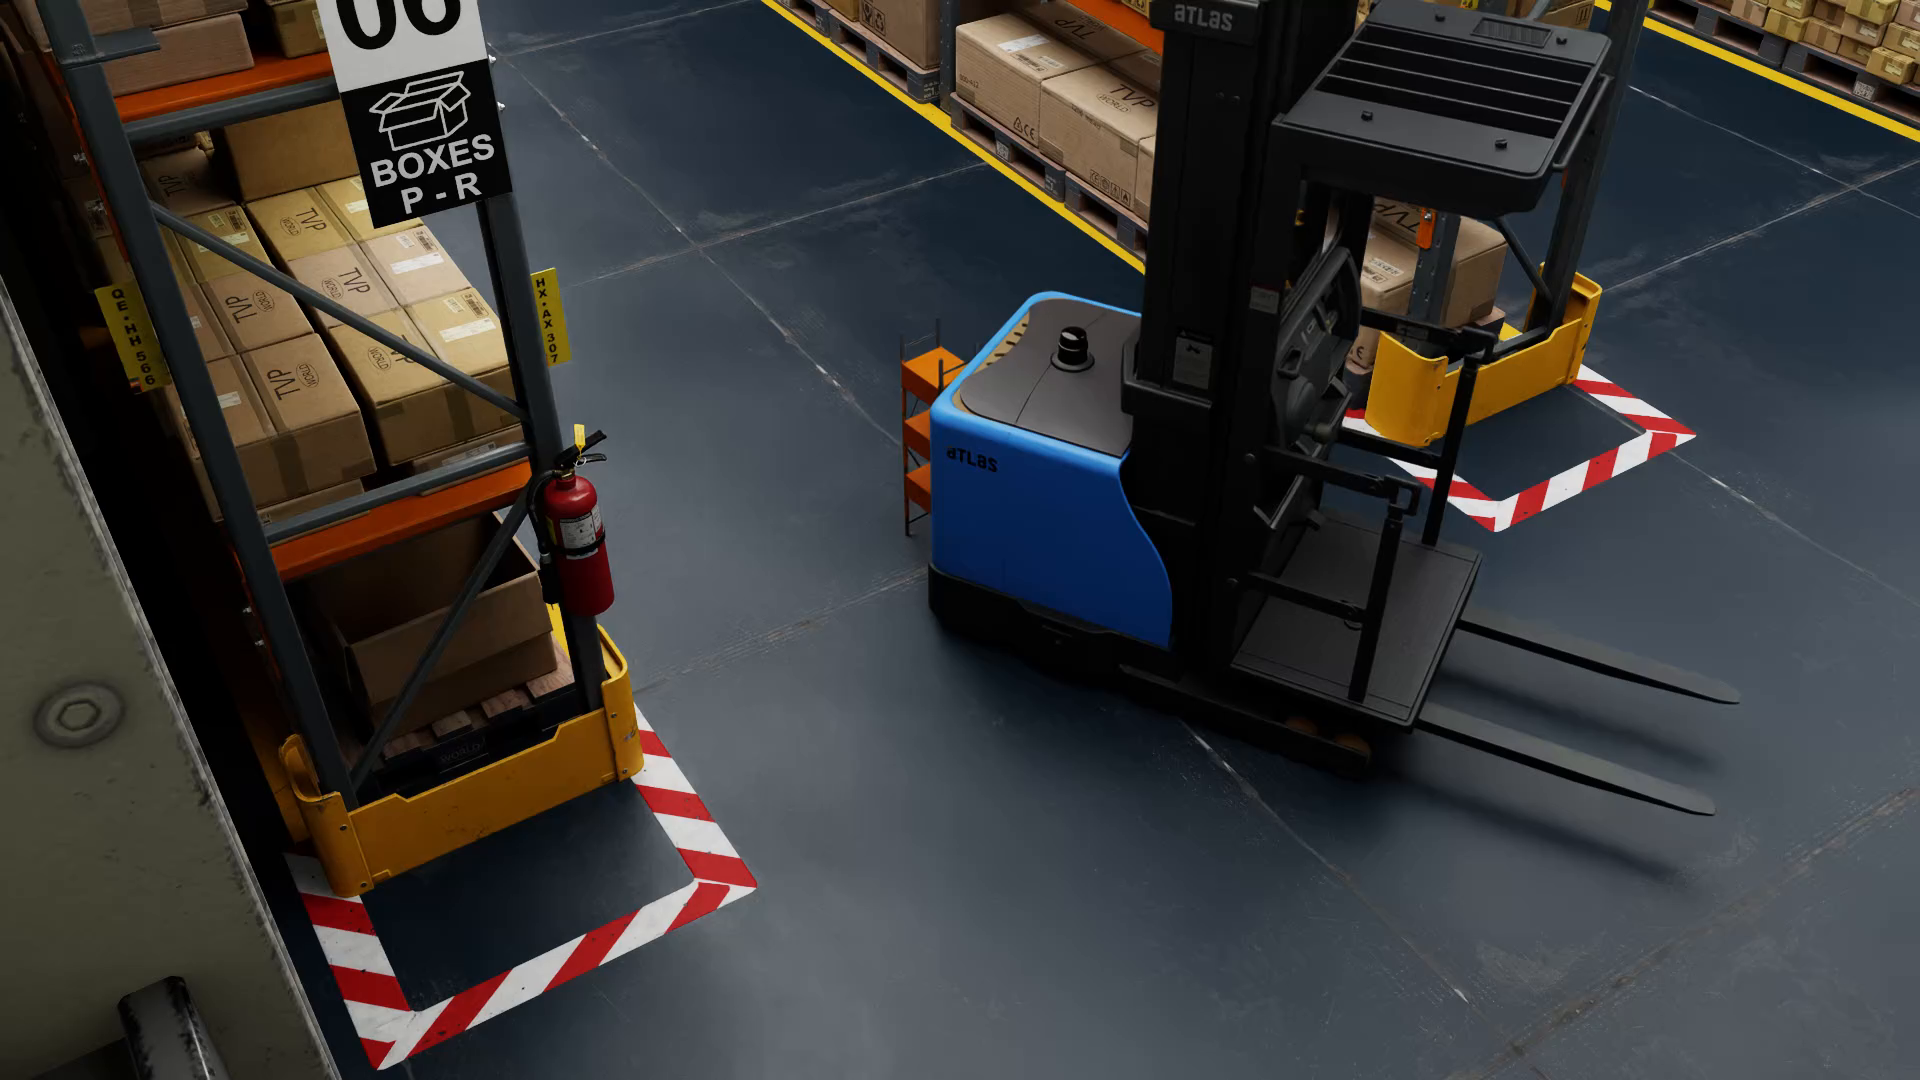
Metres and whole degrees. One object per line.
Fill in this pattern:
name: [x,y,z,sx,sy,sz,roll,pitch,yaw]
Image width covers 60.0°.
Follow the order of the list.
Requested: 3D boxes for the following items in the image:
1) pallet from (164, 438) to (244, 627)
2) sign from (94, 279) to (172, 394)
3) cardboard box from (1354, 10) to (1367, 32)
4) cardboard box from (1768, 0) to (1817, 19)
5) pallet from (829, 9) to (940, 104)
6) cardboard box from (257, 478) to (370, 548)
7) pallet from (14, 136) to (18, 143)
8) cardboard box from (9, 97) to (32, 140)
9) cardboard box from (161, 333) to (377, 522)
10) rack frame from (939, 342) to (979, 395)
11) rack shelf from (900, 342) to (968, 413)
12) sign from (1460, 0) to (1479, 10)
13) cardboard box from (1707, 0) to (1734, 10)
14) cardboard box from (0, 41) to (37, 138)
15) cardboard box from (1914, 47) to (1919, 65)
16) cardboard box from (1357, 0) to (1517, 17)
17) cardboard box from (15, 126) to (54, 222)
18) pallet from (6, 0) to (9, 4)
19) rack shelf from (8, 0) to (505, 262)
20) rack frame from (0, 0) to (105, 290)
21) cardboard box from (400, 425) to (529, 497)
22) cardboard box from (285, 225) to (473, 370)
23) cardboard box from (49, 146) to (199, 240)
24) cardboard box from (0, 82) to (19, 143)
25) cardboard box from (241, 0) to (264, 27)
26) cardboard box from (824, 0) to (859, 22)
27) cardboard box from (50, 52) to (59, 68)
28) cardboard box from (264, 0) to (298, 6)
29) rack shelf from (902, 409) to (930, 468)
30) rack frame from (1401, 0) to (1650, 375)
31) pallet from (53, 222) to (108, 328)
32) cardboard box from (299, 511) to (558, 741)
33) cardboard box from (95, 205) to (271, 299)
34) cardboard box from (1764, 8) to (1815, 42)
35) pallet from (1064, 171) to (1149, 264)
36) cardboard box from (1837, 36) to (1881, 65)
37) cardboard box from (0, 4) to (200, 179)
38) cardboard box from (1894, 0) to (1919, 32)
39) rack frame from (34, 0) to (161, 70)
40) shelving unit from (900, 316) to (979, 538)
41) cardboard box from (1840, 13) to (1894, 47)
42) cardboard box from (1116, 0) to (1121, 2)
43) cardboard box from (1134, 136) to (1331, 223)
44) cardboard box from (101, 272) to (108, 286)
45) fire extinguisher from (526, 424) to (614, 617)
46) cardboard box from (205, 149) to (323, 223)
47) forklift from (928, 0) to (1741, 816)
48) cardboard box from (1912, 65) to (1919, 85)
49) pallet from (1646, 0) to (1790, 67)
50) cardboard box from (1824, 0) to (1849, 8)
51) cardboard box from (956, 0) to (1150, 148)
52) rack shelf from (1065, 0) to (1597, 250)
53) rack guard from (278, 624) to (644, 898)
pallet: [-2.827,-0.206,7.333,1.003,0.211,1.213,-22,45,-24]
sign: [-2.184,-0.535,4.397,0.100,0.325,0.005,-22,45,-24]
cardboard box: [1.996,-2.067,7.309,0.500,0.500,0.500,-22,45,-24]
cardboard box: [5.503,-3.540,10.821,0.380,0.149,0.250,-22,44,-24]
pallet: [-0.151,-3.338,11.090,1.003,0.211,1.213,-22,45,-24]
cardboard box: [-2.109,-0.139,5.270,0.380,0.149,0.250,-23,45,-25]
pallet: [-5.637,-2.979,10.661,1.003,0.211,1.213,-22,45,-24]
cardboard box: [-4.741,-2.255,8.731,0.380,0.149,0.250,-24,46,-26]
cardboard box: [-2.176,-0.362,5.227,0.500,0.250,0.500,-21,44,-23]
rack frame: [-0.003,-0.336,6.834,0.200,1.050,0.008,-28,47,-29]
rack shelf: [-0.081,-0.606,6.731,0.215,0.259,0.240,-28,47,-29]
sign: [2.013,-2.216,6.477,0.100,0.325,0.005,-22,45,-24]
cardboard box: [5.309,-3.734,11.287,0.380,0.149,0.250,-21,44,-23]
cardboard box: [-3.817,-2.004,7.197,0.500,0.250,0.500,-23,45,-25]
cardboard box: [6.073,-2.985,10.155,0.380,0.149,0.250,-23,45,-25]
cardboard box: [2.018,-2.460,7.000,0.500,0.500,0.500,-21,44,-23]
cardboard box: [-4.628,-1.943,8.863,0.500,0.500,0.500,-24,45,-26]
pallet: [-4.193,-2.703,8.300,1.003,0.211,1.213,-22,45,-24]
rack shelf: [-2.780,-2.104,5.651,1.077,0.370,4.000,-22,45,-24]
rack frame: [-3.856,-2.308,7.676,1.000,3.000,0.127,-22,45,-24]
cardboard box: [-1.650,-0.324,5.492,0.380,0.149,0.250,-23,45,-25]
cardboard box: [-1.993,-0.815,5.770,0.500,0.250,0.500,-22,44,-24]
cardboard box: [-3.266,-1.457,6.540,0.500,0.250,0.500,-21,44,-23]
cardboard box: [-5.197,-2.513,9.547,0.500,0.500,0.500,-24,45,-26]
cardboard box: [-1.843,-1.589,4.667,0.380,0.149,0.250,-21,44,-24]
cardboard box: [-0.566,-4.155,11.225,0.875,0.875,0.875,-21,44,-23]
cardboard box: [-2.266,-1.419,4.463,0.380,0.149,0.250,-21,44,-24]
cardboard box: [-1.713,-1.691,4.478,0.500,0.250,0.500,-23,45,-25]
rack shelf: [-0.081,-0.388,6.912,0.215,0.259,0.240,-28,47,-29]
rack frame: [2.478,-1.859,7.138,1.000,3.000,0.127,-22,45,-24]
pallet: [-4.325,-1.662,9.080,1.003,0.211,1.213,-22,45,-24]
cardboard box: [-1.954,0.286,6.185,0.797,0.503,0.637,-24,45,-26]
cardboard box: [-2.714,-0.910,5.884,0.500,0.250,0.500,-21,44,-23]
cardboard box: [5.512,-3.417,10.907,0.380,0.149,0.250,-24,46,-26]
pallet: [1.330,-1.851,9.306,1.003,0.211,1.213,-22,45,-24]
cardboard box: [5.845,-3.172,10.613,0.380,0.149,0.250,-22,45,-25]
cardboard box: [-3.279,-1.757,6.315,0.500,0.500,0.500,-23,45,-26]
cardboard box: [6.012,-3.266,10.261,0.380,0.149,0.250,-21,44,-24]
rack frame: [-1.705,-2.454,3.165,1.000,3.000,0.127,-22,45,-24]
shelving unit: [-0.081,-0.396,6.906,0.215,1.050,0.252,-28,47,-29]
cardboard box: [5.792,-3.265,10.491,0.380,0.149,0.250,-24,45,-26]
cardboard box: [0.888,-3.170,8.633,0.500,0.500,0.500,-22,45,-24]
cardboard box: [1.540,-1.849,8.800,0.875,0.438,0.875,-21,44,-23]
cardboard box: [-2.981,-0.953,6.246,0.380,0.149,0.250,-22,45,-25]
fire extinguisher: [-1.236,-0.056,5.325,0.296,0.674,0.183,-22,45,-24]
cardboard box: [-2.561,-1.356,6.419,0.500,0.250,0.500,-23,45,-25]
forklift: [1.421,-0.635,5.723,3.031,2.935,1.130,18,43,21]
cardboard box: [6.139,-2.896,10.281,0.380,0.149,0.250,-21,44,-24]
pallet: [5.498,-3.696,11.521,1.003,0.211,1.213,-22,45,-24]
cardboard box: [5.680,-3.524,10.570,0.380,0.149,0.250,-24,45,-26]
cardboard box: [0.575,-2.820,9.964,0.875,0.438,0.875,-23,45,-25]
rack shelf: [1.403,-2.662,8.664,1.077,0.370,4.000,-22,45,-24]
rack guard: [-1.746,0.770,5.935,1.175,0.500,0.348,-22,45,-24]
